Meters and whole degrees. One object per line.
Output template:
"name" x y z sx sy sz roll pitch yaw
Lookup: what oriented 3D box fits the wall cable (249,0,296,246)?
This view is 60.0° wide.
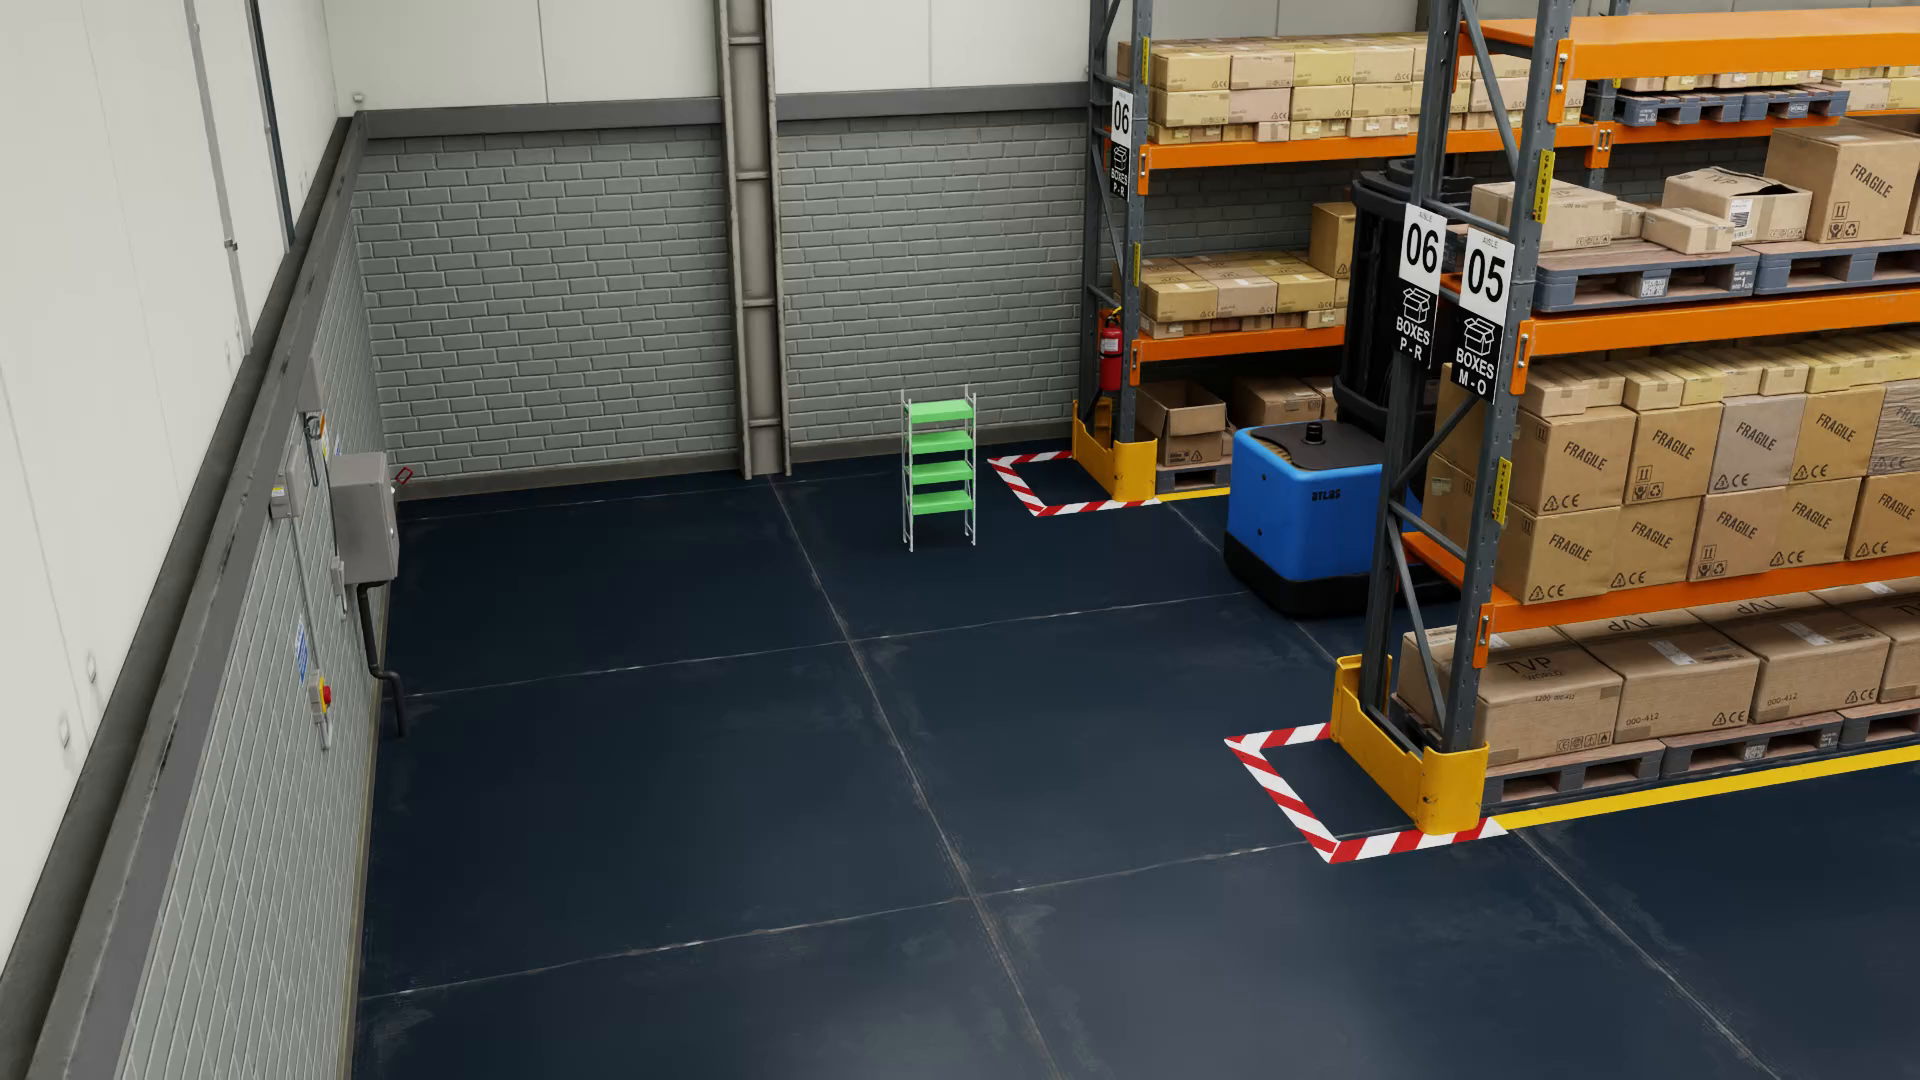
"wall cable" -3.776 -3.430 9.214 0.133 3.039 2.988 -6 24 -14

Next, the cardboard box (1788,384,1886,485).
"cardboard box" 4.550 -0.638 8.969 0.500 0.500 0.500 -6 24 -14

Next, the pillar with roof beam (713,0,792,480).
"pillar with roof beam" -0.479 -3.083 8.452 0.400 9.000 9.100 -6 24 -14

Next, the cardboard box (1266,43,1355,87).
"cardboard box" 2.667 -3.639 12.731 0.500 0.250 0.500 -7 24 -15

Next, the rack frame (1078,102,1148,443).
"rack frame" 1.197 -1.905 13.316 0.127 3.000 1.000 -6 24 -14

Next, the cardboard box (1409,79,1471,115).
"cardboard box" 3.658 -3.521 13.092 0.500 0.250 0.500 -6 24 -13

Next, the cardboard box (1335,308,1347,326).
"cardboard box" 3.090 -1.875 13.564 0.250 0.149 0.380 -6 24 -13

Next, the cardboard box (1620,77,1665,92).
"cardboard box" 5.444 -3.714 13.387 0.250 0.149 0.380 -6 24 -14

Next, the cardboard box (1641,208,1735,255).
"cardboard box" 3.651 -1.551 8.347 0.250 0.149 0.380 -5 24 -12

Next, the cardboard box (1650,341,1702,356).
"cardboard box" 3.821 -1.047 9.098 0.250 0.149 0.380 -7 24 -15

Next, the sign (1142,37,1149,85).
"sign" 1.344 -3.479 12.072 0.005 0.325 0.100 -6 24 -14

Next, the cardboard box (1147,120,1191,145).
"cardboard box" 1.567 -3.114 12.647 0.250 0.149 0.380 -6 24 -13

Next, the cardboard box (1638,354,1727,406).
"cardboard box" 3.721 -0.831 8.596 0.250 0.149 0.380 -7 24 -16

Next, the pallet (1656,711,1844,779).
"pallet" 4.463 1.017 10.042 1.213 0.211 1.003 -6 24 -14

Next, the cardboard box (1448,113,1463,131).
"cardboard box" 3.782 -3.352 13.202 0.250 0.149 0.380 -5 24 -13

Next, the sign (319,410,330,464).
"sign" -3.493 -0.561 9.136 0.001 0.242 0.339 -6 24 -14

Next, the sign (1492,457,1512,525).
"sign" 2.686 -0.244 8.246 0.005 0.325 0.100 -6 24 -14

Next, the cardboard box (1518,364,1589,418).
"cardboard box" 2.958 -0.757 8.423 0.250 0.149 0.380 -6 24 -13

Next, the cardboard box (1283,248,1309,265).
"cardboard box" 3.047 -2.284 14.011 0.500 0.250 0.500 -6 24 -14

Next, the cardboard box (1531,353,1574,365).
"cardboard box" 3.071 -0.975 8.931 0.250 0.149 0.380 -6 24 -13

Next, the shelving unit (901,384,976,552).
"shelving unit" -0.159 -0.534 12.402 0.503 1.200 0.258 -6 24 -14

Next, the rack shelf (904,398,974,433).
"rack shelf" -0.159 -0.916 12.238 0.480 0.148 0.258 -6 24 -14

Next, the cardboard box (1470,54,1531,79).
"cardboard box" 4.141 -3.805 13.118 0.500 0.250 0.500 -7 24 -15

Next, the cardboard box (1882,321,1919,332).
"cardboard box" 5.286 -1.236 9.538 0.250 0.149 0.380 -6 24 -15

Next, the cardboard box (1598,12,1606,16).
"cardboard box" 5.325 -4.219 13.661 0.258 0.266 0.396 -7 24 -15

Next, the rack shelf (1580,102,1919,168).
"rack shelf" 6.974 -3.592 14.356 4.000 0.370 1.077 -6 24 -14

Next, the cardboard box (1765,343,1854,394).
"cardboard box" 4.463 -0.906 8.771 0.250 0.149 0.380 -7 24 -16

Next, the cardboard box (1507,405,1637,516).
"cardboard box" 3.081 -0.469 8.575 0.500 0.500 0.500 -7 24 -16

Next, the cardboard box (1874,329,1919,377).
"cardboard box" 5.186 -1.013 9.020 0.250 0.149 0.380 -6 24 -15

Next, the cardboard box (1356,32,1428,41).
"cardboard box" 3.512 -3.947 13.450 0.500 0.250 0.500 -7 24 -15

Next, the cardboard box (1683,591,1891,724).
"cardboard box" 4.898 0.659 10.057 0.875 0.438 0.875 -7 24 -16

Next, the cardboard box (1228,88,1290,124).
"cardboard box" 2.182 -3.357 12.708 0.500 0.250 0.500 -6 24 -13

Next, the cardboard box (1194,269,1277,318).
"cardboard box" 2.192 -1.973 13.286 0.500 0.250 0.500 -6 24 -14

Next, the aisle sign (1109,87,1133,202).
"aisle sign" 1.211 -2.981 12.527 0.004 0.787 0.394 -6 24 -14

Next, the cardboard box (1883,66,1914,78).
"cardboard box" 7.881 -4.039 14.170 0.250 0.149 0.380 -6 24 -14

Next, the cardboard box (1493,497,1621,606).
"cardboard box" 3.081 -0.009 8.770 0.500 0.500 0.500 -7 24 -15

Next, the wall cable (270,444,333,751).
"wall cable" -2.881 0.107 7.298 0.123 1.953 0.585 -6 24 -14

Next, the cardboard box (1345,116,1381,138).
"cardboard box" 3.069 -3.240 12.942 0.250 0.149 0.380 -6 24 -14

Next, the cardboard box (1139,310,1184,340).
"cardboard box" 1.588 -1.720 13.204 0.250 0.149 0.380 -6 24 -15

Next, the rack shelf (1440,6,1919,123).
"rack shelf" 4.467 -2.477 8.459 4.000 0.370 1.077 -6 24 -14

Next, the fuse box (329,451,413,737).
"fuse box" -3.308 0.368 9.654 0.414 1.711 0.539 -6 24 -14

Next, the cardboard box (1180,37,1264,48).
"cardboard box" 2.051 -3.789 13.083 0.500 0.250 0.500 -7 24 -16

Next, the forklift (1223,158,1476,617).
"forklift" 3.499 -1.146 11.633 3.031 2.935 1.130 -7 24 -16

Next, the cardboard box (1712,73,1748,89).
"cardboard box" 6.186 -3.787 13.557 0.250 0.149 0.380 -6 24 -14

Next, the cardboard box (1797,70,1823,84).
"cardboard box" 6.917 -3.887 13.791 0.250 0.149 0.380 -6 24 -13

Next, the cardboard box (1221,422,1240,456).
"cardboard box" 2.231 -0.848 13.934 0.250 0.149 0.380 -7 24 -16

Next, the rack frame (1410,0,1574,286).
"rack frame" 2.542 -2.778 7.742 0.127 3.000 1.000 -6 24 -14

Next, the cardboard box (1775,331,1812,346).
"cardboard box" 4.547 -1.160 9.363 0.250 0.149 0.380 -6 24 -14

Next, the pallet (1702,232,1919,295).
"pallet" 4.430 -1.573 8.851 1.213 0.211 1.003 -6 24 -14

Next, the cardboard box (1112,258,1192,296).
"cardboard box" 1.568 -2.123 13.636 0.500 0.250 0.500 -6 24 -13

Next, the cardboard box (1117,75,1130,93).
"cardboard box" 1.552 -3.502 13.047 0.500 0.250 0.500 -7 24 -15

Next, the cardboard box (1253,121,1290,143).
"cardboard box" 2.332 -3.160 12.755 0.250 0.149 0.380 -6 24 -13

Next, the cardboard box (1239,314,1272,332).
"cardboard box" 2.324 -1.810 13.413 0.250 0.149 0.380 -6 24 -13

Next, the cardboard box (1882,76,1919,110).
"cardboard box" 7.988 -3.866 14.272 0.500 0.250 0.500 -6 24 -14

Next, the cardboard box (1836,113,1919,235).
"cardboard box" 5.103 -1.956 8.840 0.637 0.503 0.797 -4 24 -10

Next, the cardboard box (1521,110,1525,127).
"cardboard box" 4.546 -3.419 13.358 0.250 0.149 0.380 -6 24 -14

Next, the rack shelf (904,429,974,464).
"rack shelf" -0.159 -0.696 12.333 0.480 0.148 0.258 -6 24 -14

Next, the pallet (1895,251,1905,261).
"pallet" 5.602 -1.702 9.150 1.213 0.211 1.003 -6 24 -14

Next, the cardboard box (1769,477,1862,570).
"cardboard box" 4.533 -0.181 9.170 0.500 0.500 0.500 -6 24 -13
